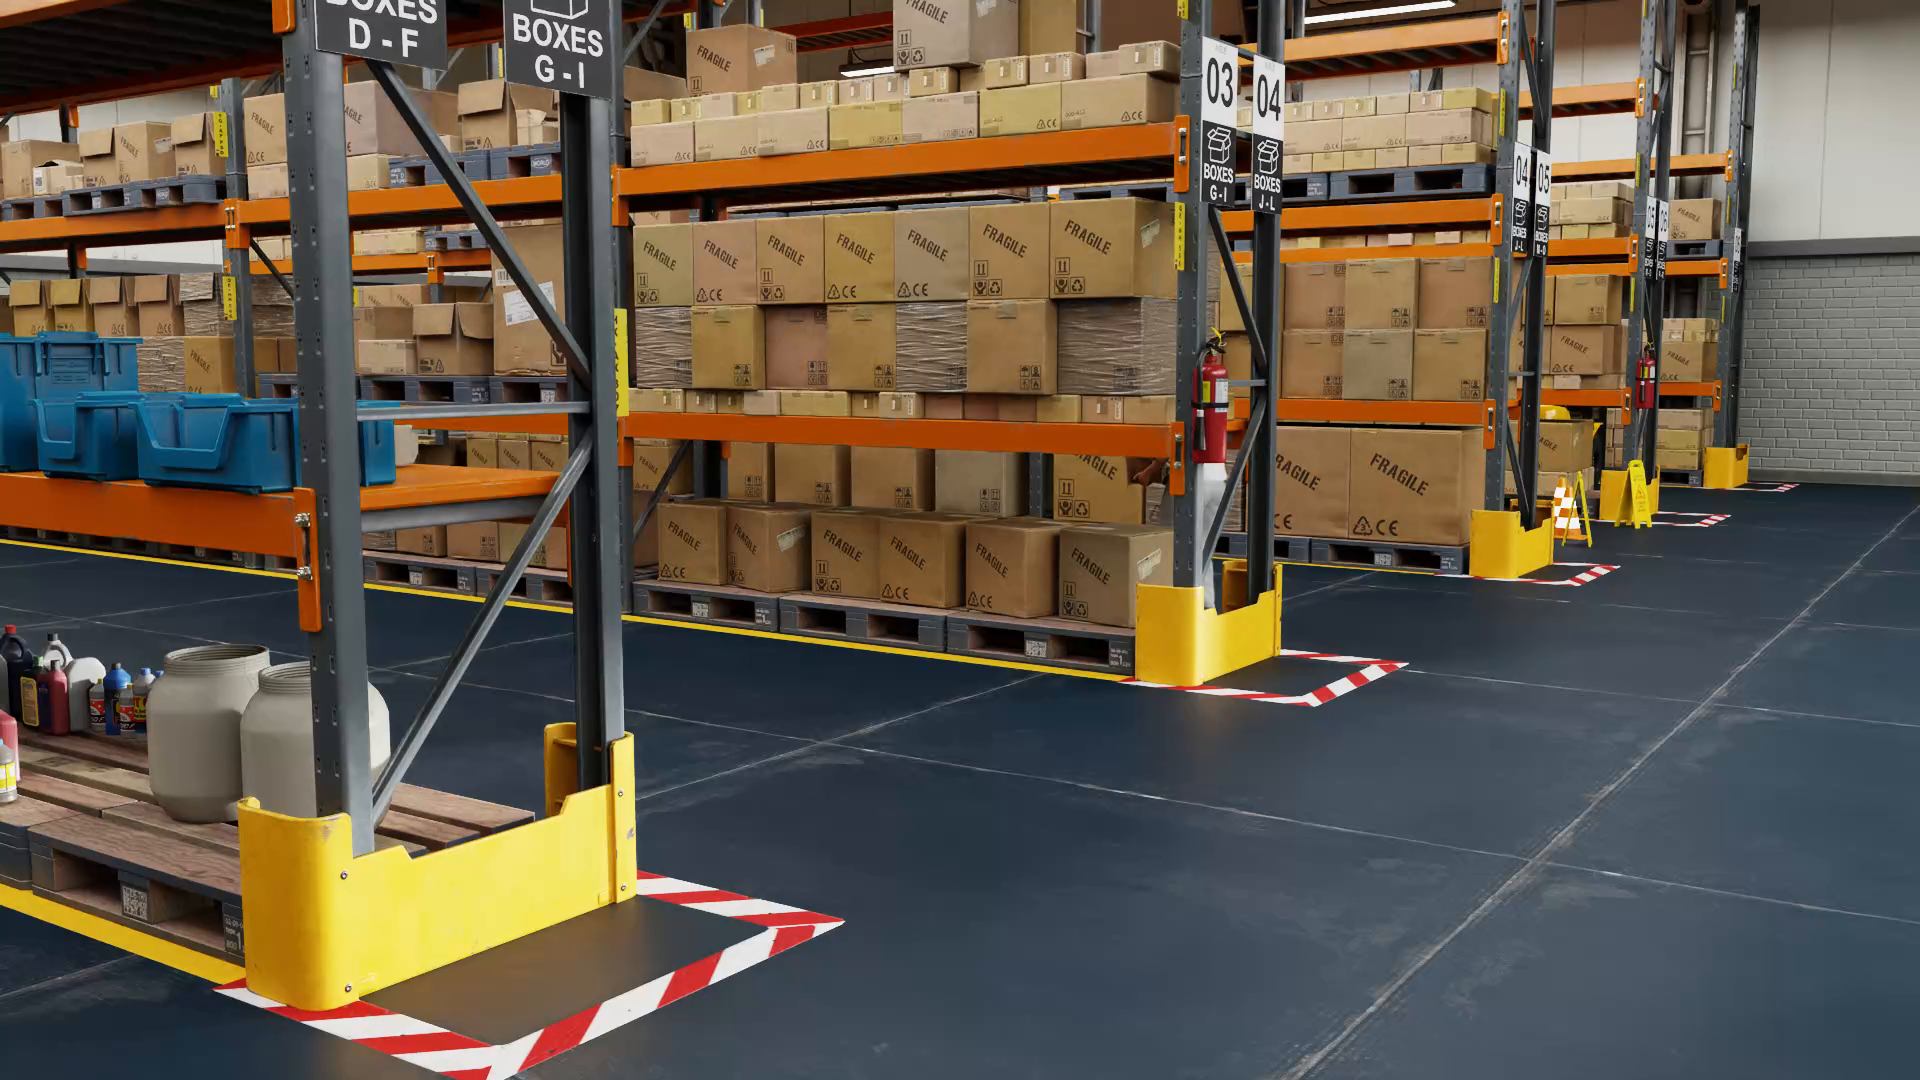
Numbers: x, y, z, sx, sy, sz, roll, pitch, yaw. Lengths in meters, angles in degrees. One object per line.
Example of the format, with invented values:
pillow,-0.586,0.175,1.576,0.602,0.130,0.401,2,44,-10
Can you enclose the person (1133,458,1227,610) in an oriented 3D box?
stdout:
person,1.373,-0.317,10.361,0.535,1.658,0.456,4,8,32
